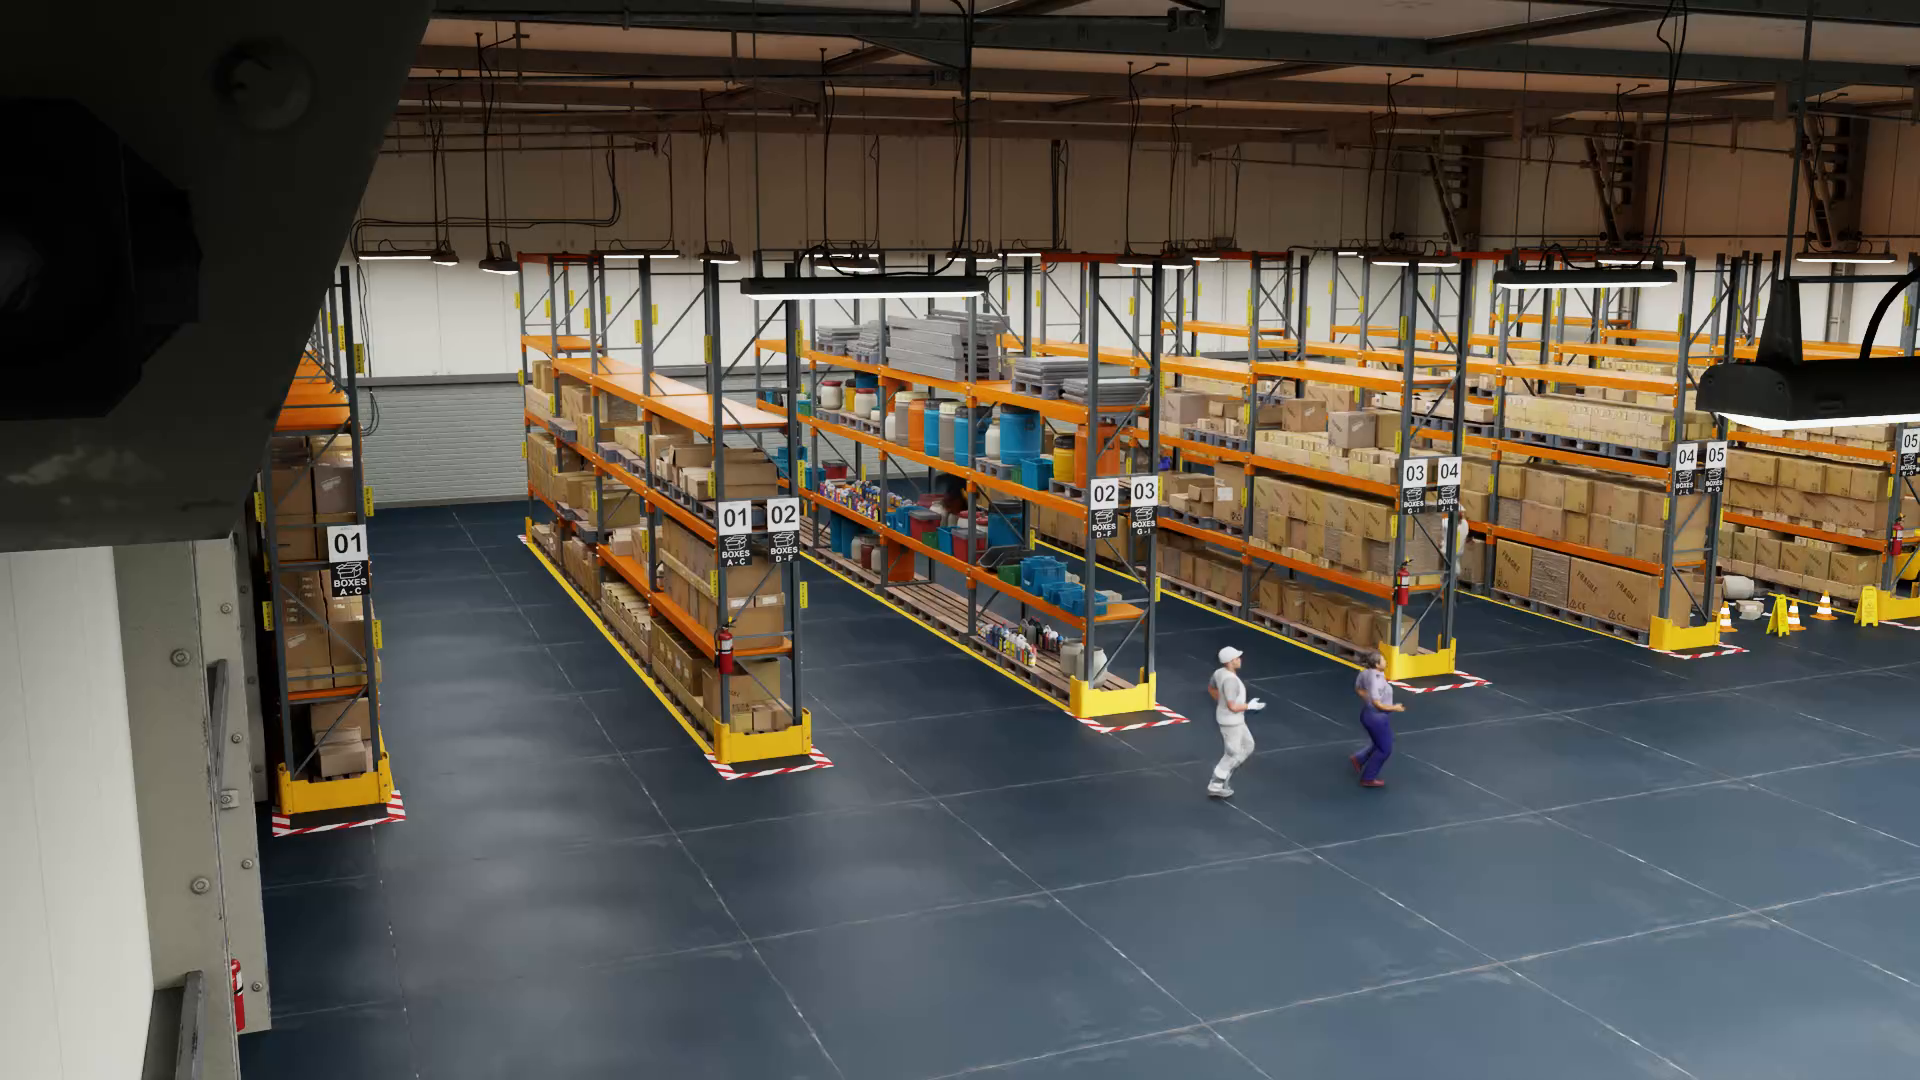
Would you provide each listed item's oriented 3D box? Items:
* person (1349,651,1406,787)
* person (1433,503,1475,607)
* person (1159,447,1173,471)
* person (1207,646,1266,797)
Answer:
[{"bbox_3d":[4.847,2.073,19.285,0.561,1.588,0.600,0,10,-1],"label":"person"},{"bbox_3d":[8.569,0.241,28.916,0.606,1.801,0.839,-6,12,-30],"label":"person"},{"bbox_3d":[4.593,-1.300,37.626,0.600,1.611,0.751,-3,11,-14],"label":"person"},{"bbox_3d":[3.129,2.063,18.834,0.617,1.764,0.638,1,10,4],"label":"person"}]
